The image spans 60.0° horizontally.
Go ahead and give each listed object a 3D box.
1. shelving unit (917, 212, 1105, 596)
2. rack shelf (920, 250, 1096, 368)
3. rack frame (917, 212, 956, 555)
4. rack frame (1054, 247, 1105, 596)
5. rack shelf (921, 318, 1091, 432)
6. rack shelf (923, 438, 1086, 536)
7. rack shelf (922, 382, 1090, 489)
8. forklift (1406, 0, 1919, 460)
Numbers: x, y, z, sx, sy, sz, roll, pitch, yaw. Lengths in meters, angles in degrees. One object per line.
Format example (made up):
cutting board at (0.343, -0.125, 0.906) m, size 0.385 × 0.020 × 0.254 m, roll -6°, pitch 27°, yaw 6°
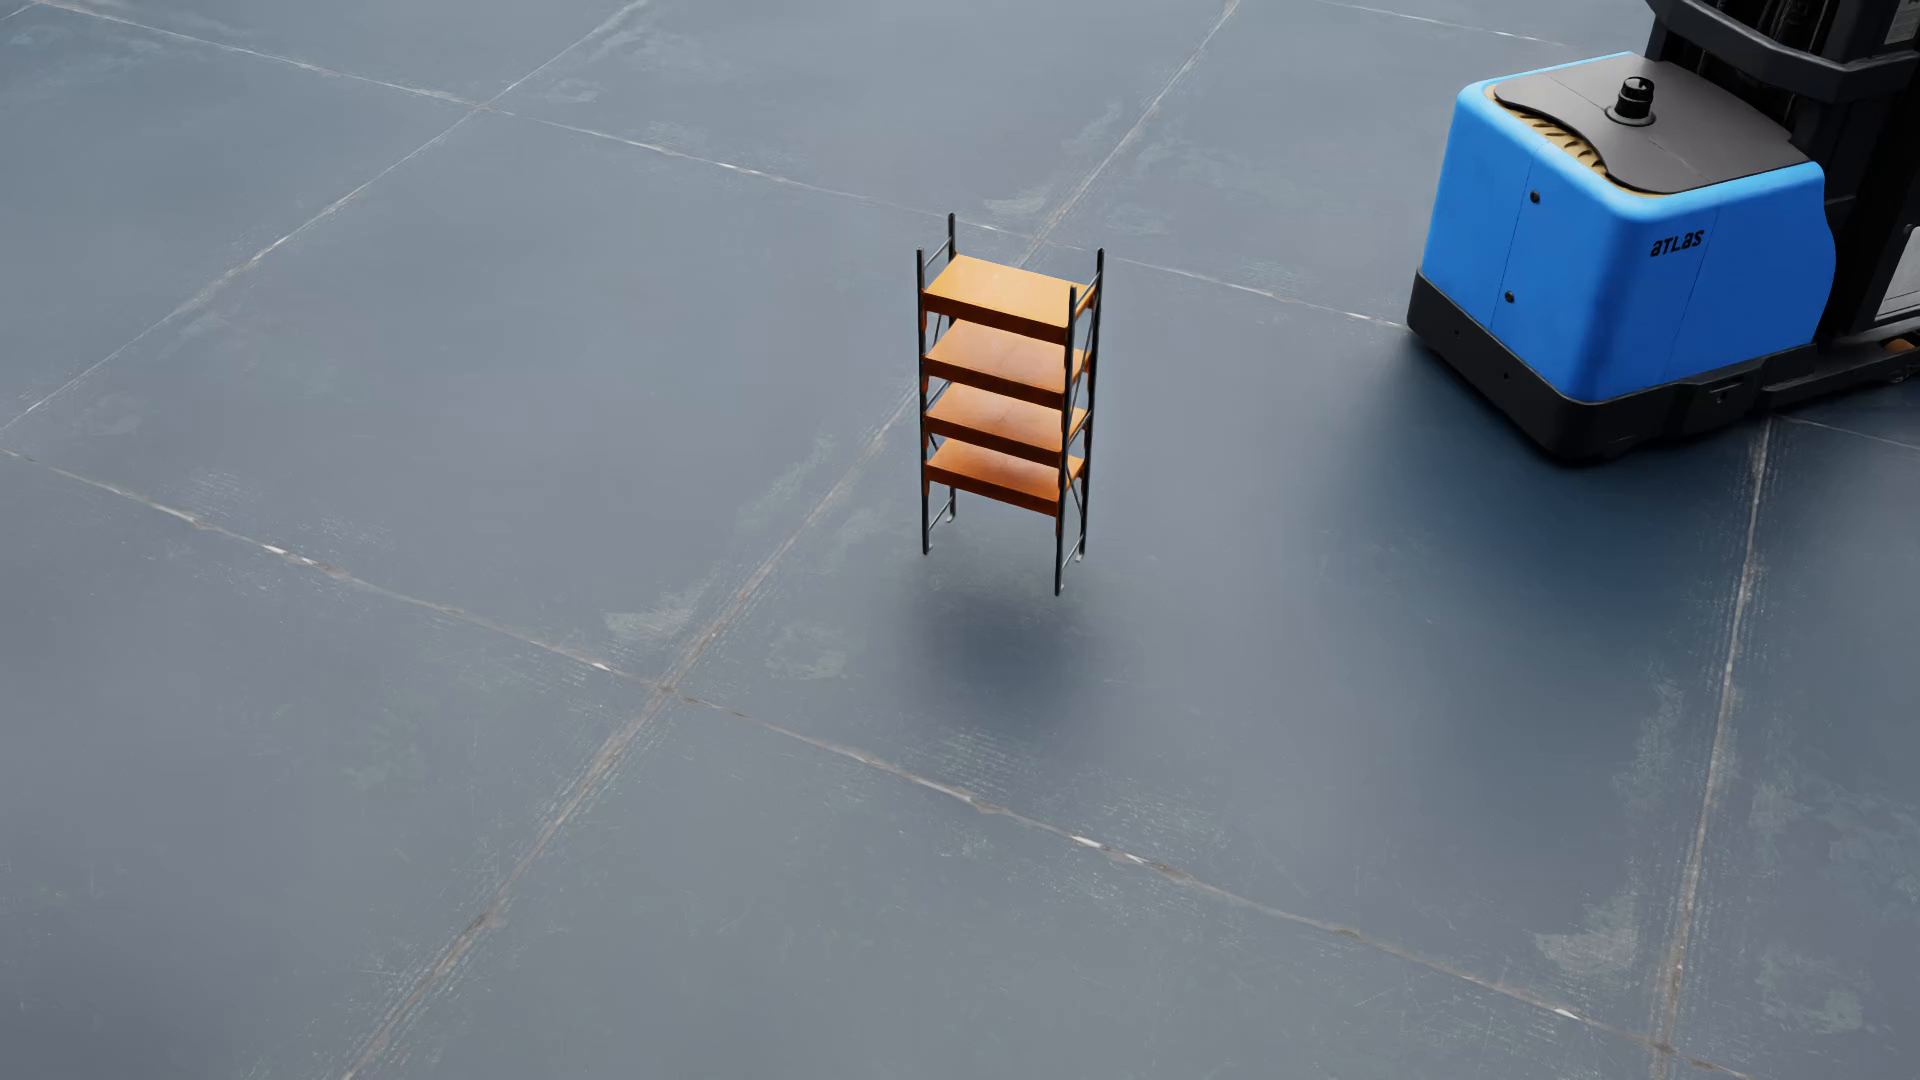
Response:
shelving unit at (0.150, -0.408, 5.304) m, size 0.503 × 1.200 × 0.258 m, roll 17°, pitch 44°, yaw 19°
rack shelf at (0.150, -0.705, 5.047) m, size 0.480 × 0.148 × 0.258 m, roll 17°, pitch 44°, yaw 19°
rack frame at (-0.071, -0.475, 5.382) m, size 0.015 × 1.200 × 0.240 m, roll 17°, pitch 44°, yaw 19°
rack frame at (0.371, -0.340, 5.226) m, size 0.015 × 1.200 × 0.240 m, roll 17°, pitch 44°, yaw 19°
rack shelf at (0.150, -0.526, 5.202) m, size 0.480 × 0.148 × 0.258 m, roll 17°, pitch 44°, yaw 19°
rack shelf at (0.150, -0.207, 5.478) m, size 0.480 × 0.148 × 0.258 m, roll 17°, pitch 44°, yaw 19°
rack shelf at (0.150, -0.357, 5.348) m, size 0.480 × 0.148 × 0.258 m, roll 17°, pitch 44°, yaw 19°
forklift at (3.351, -2.022, 5.846) m, size 3.031 × 2.935 × 1.130 m, roll -15°, pitch 43°, yaw -17°
